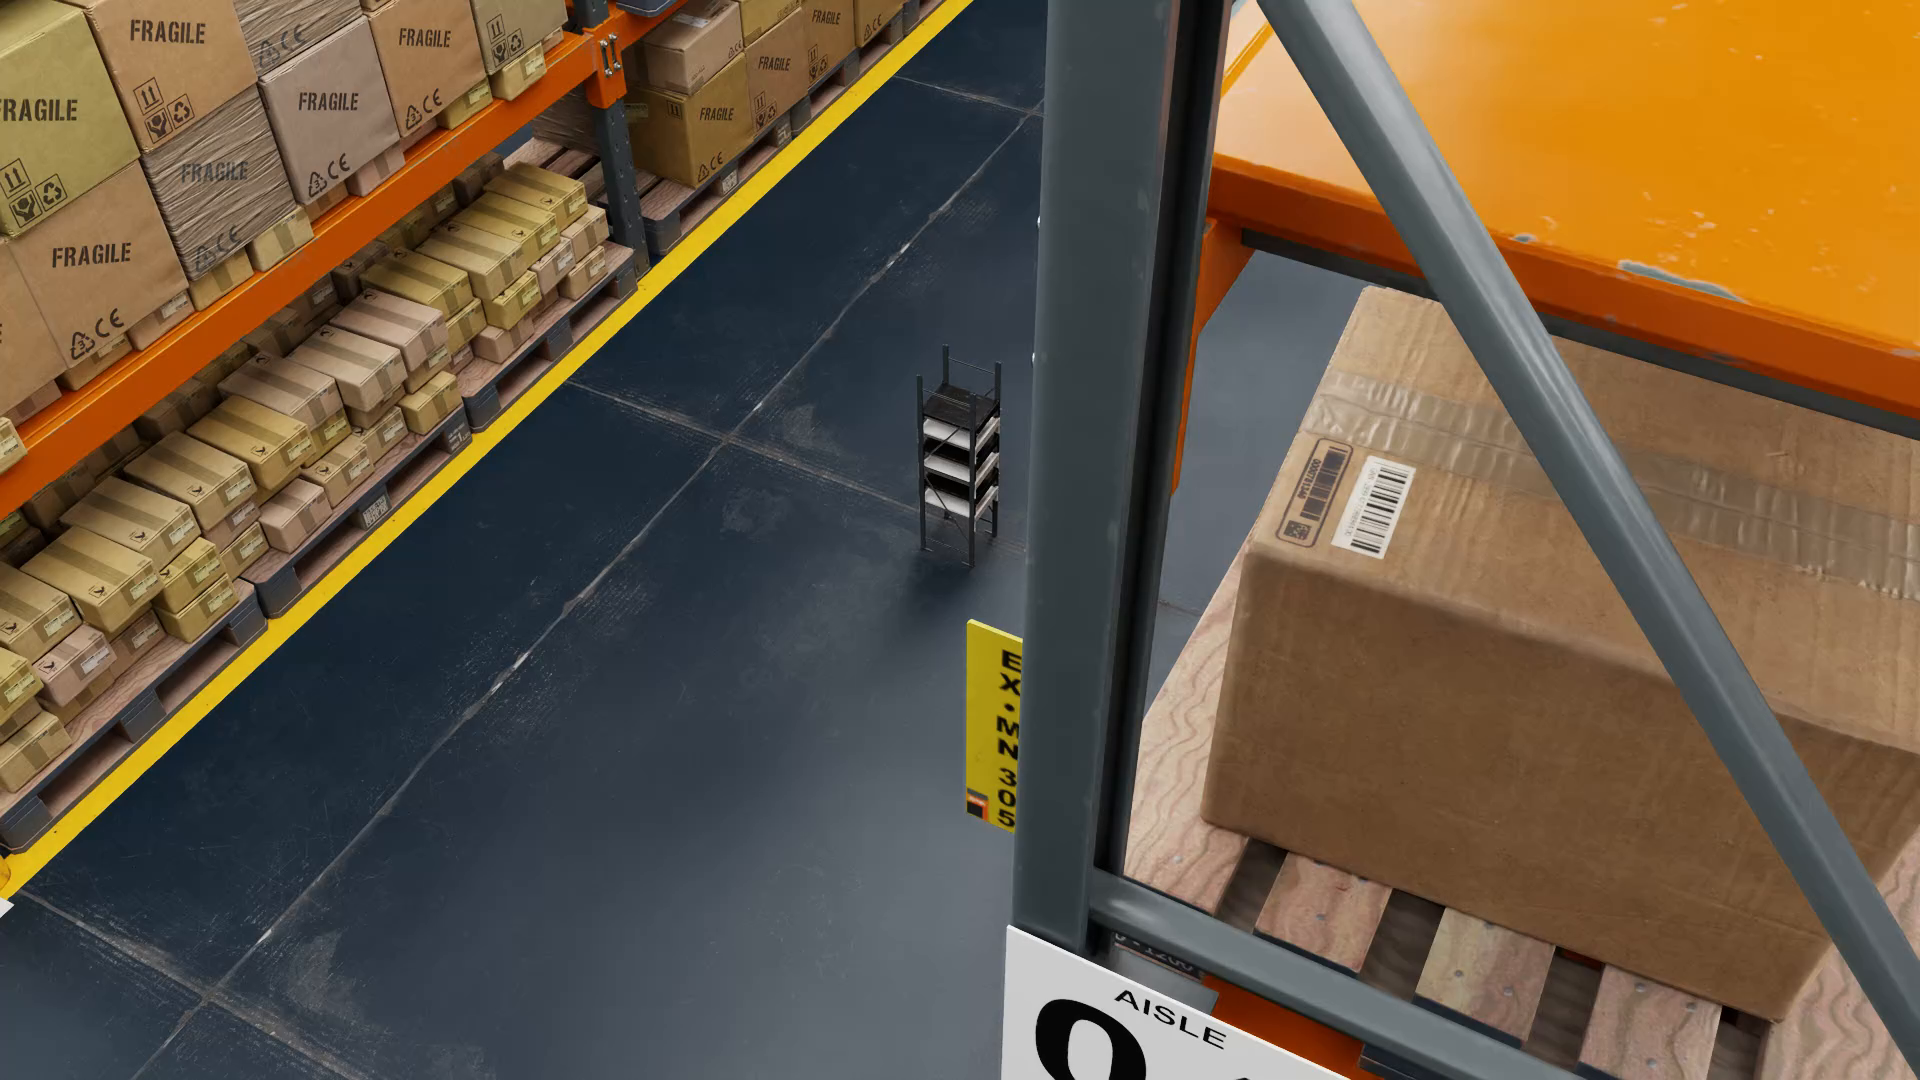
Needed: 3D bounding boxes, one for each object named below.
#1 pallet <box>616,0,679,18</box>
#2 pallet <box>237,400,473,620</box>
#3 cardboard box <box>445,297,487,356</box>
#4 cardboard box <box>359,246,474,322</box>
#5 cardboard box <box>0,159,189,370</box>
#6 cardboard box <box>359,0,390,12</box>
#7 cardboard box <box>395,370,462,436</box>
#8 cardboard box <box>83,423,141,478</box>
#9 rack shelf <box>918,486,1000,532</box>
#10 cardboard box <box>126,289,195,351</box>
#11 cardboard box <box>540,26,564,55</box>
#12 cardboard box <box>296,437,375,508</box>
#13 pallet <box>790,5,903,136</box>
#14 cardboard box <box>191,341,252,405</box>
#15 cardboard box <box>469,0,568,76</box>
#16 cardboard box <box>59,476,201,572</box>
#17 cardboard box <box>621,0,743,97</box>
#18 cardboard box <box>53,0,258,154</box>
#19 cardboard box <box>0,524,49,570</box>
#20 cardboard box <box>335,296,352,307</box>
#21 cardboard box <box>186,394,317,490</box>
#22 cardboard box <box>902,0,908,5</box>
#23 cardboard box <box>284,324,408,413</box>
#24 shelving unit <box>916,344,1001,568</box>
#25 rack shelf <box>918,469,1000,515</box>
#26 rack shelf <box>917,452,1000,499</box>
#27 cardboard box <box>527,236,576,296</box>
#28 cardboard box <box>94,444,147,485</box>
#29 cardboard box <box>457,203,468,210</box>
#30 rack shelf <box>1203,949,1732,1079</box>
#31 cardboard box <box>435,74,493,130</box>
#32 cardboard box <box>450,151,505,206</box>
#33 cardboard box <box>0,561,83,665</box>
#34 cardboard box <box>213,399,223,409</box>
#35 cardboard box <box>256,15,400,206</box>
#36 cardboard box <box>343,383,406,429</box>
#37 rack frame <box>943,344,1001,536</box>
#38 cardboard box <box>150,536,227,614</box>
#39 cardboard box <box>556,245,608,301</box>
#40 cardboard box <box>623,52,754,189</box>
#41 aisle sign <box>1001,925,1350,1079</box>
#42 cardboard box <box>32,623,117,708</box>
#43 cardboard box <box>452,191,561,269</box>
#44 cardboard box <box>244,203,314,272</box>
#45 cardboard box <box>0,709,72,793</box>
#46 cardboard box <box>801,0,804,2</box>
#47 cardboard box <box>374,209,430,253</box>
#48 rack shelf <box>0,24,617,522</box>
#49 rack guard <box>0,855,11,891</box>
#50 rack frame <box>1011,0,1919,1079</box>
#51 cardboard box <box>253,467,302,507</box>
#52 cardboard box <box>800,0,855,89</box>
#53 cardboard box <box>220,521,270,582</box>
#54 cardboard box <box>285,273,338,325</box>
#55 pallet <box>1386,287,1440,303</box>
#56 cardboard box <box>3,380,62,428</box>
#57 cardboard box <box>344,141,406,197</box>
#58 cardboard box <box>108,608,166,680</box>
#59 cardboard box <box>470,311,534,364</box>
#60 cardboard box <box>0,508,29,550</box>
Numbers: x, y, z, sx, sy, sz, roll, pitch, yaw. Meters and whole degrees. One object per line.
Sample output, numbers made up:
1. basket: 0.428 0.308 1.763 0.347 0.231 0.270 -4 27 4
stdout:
1. pallet: -1.479 -2.851 7.594 1.003 0.211 1.213 20 49 19
2. pallet: -2.809 -0.299 6.897 1.003 0.211 1.213 20 49 19
3. cardboard box: -2.254 -0.957 7.087 0.380 0.149 0.250 21 49 19
4. cardboard box: -2.280 -1.059 6.978 0.380 0.149 0.250 22 49 20
5. cardboard box: -2.902 -0.947 5.297 0.500 0.500 0.500 21 49 20
6. cardboard box: -2.177 -2.263 5.896 0.500 0.500 0.500 19 48 18
7. cardboard box: -2.324 -0.619 6.962 0.380 0.149 0.250 20 49 19
8. cardboard box: -3.372 -0.411 6.338 0.380 0.149 0.250 22 49 20
9. rack shelf: -0.004 -0.161 6.577 0.258 0.077 0.200 20 49 19
10. cardboard box: -2.839 -0.816 5.624 0.380 0.149 0.250 20 49 18
11. cardboard box: -1.888 -2.140 6.932 0.380 0.149 0.250 20 49 19
12. cardboard box: -2.587 -0.314 6.661 0.380 0.149 0.250 20 49 19
13. pallet: -1.038 -2.767 9.337 1.003 0.211 1.213 20 49 19
14. cardboard box: -3.055 -0.715 6.639 0.380 0.149 0.250 21 49 19
15. cardboard box: -1.937 -2.227 6.562 0.500 0.500 0.500 21 49 19
16. cardboard box: -2.982 -0.051 5.982 0.380 0.149 0.250 18 48 17
17. cardboard box: -1.386 -2.396 7.944 0.500 0.250 0.500 18 48 17
18. cardboard box: -2.653 -1.614 5.254 0.500 0.500 0.500 19 48 18
19. cardboard box: -3.588 0.030 6.111 0.380 0.149 0.250 19 48 17
20. cardboard box: -2.662 -1.089 7.217 0.380 0.149 0.250 18 48 17
21. cardboard box: -2.682 -0.373 6.301 0.380 0.149 0.250 21 49 20
22. cardboard box: -0.425 -3.447 9.510 0.500 0.500 0.500 22 49 21
23. cardboard box: -2.438 -0.684 6.608 0.380 0.149 0.250 19 48 18
24. shelving unit: -0.004 -0.311 6.425 0.258 0.900 0.210 20 49 19
25. rack shelf: -0.004 -0.225 6.513 0.258 0.077 0.200 20 49 19
26. rack shelf: -0.004 -0.288 6.449 0.258 0.077 0.200 20 49 19
27. cardboard box: -1.942 -1.257 7.384 0.380 0.149 0.250 18 48 17
28. cardboard box: -3.359 -0.300 6.438 0.380 0.149 0.250 21 49 20
29. cardboard box: -2.415 -1.612 7.735 0.380 0.149 0.250 23 50 21
30. rack shelf: 1.455 -0.325 3.359 1.077 0.370 4.000 20 49 19
31. cardboard box: -2.088 -1.793 6.589 0.380 0.149 0.250 22 49 21
32. cardboard box: -2.307 -1.691 7.603 0.380 0.149 0.250 22 49 21
33. cardboard box: -3.254 0.249 5.686 0.380 0.149 0.250 21 49 20
34. cardboard box: -3.120 -0.638 6.772 0.380 0.149 0.250 21 49 19
35. cardboard box: -2.412 -1.587 5.930 0.500 0.500 0.500 20 49 19
36. cardboard box: -2.498 -0.628 6.762 0.380 0.149 0.250 18 48 17
37. rack frame: 0.043 -0.375 6.488 0.240 0.900 0.006 20 49 19
38. cardboard box: -2.922 0.076 6.066 0.380 0.149 0.250 22 49 20
39. cardboard box: -1.843 -1.271 7.606 0.380 0.149 0.250 21 49 20
40. cardboard box: -1.385 -2.132 8.210 0.500 0.500 0.500 22 49 21
41. aisle sign: 0.227 0.769 2.054 0.394 0.787 0.004 20 49 19
42. cardboard box: -3.172 0.386 5.760 0.380 0.149 0.250 20 49 19
43. cardboard box: -1.981 -1.356 7.272 0.380 0.149 0.250 21 49 20
44. cardboard box: -2.550 -1.131 5.935 0.380 0.149 0.250 21 49 20
45. cardboard box: -3.293 0.665 5.693 0.380 0.149 0.250 21 49 20
46. cardboard box: -0.900 -3.052 8.592 0.500 0.250 0.500 22 49 20
47. cardboard box: -2.561 -1.362 7.278 0.380 0.149 0.250 20 49 19
48. rack shelf: -2.892 -0.972 6.108 1.077 0.370 4.000 20 49 19
49. rack guard: -3.785 0.866 5.543 1.175 0.500 0.348 20 49 19
50. rack frame: 0.526 -0.373 0.791 1.000 3.000 0.127 20 49 19
51. cardboard box: -2.794 -0.307 6.444 0.380 0.149 0.250 23 50 21
52. cardboard box: -0.910 -2.800 8.871 0.500 0.500 0.500 21 49 20
53. cardboard box: -2.885 -0.003 6.353 0.380 0.149 0.250 21 49 19
54. cardboard box: -2.852 -1.056 6.976 0.380 0.149 0.250 21 49 20
55. pallet: 1.427 -0.529 3.118 1.003 0.211 1.213 20 49 19
56. cardboard box: -3.127 -0.507 5.319 0.380 0.149 0.250 23 50 21
57. cardboard box: -2.330 -1.457 6.258 0.380 0.149 0.250 18 48 17
58. cardboard box: -3.135 0.314 6.040 0.380 0.149 0.250 21 49 19
59. cardboard box: -2.104 -0.947 7.286 0.380 0.149 0.250 19 48 18
60. cardboard box: -3.623 -0.081 6.012 0.380 0.149 0.250 19 48 18
